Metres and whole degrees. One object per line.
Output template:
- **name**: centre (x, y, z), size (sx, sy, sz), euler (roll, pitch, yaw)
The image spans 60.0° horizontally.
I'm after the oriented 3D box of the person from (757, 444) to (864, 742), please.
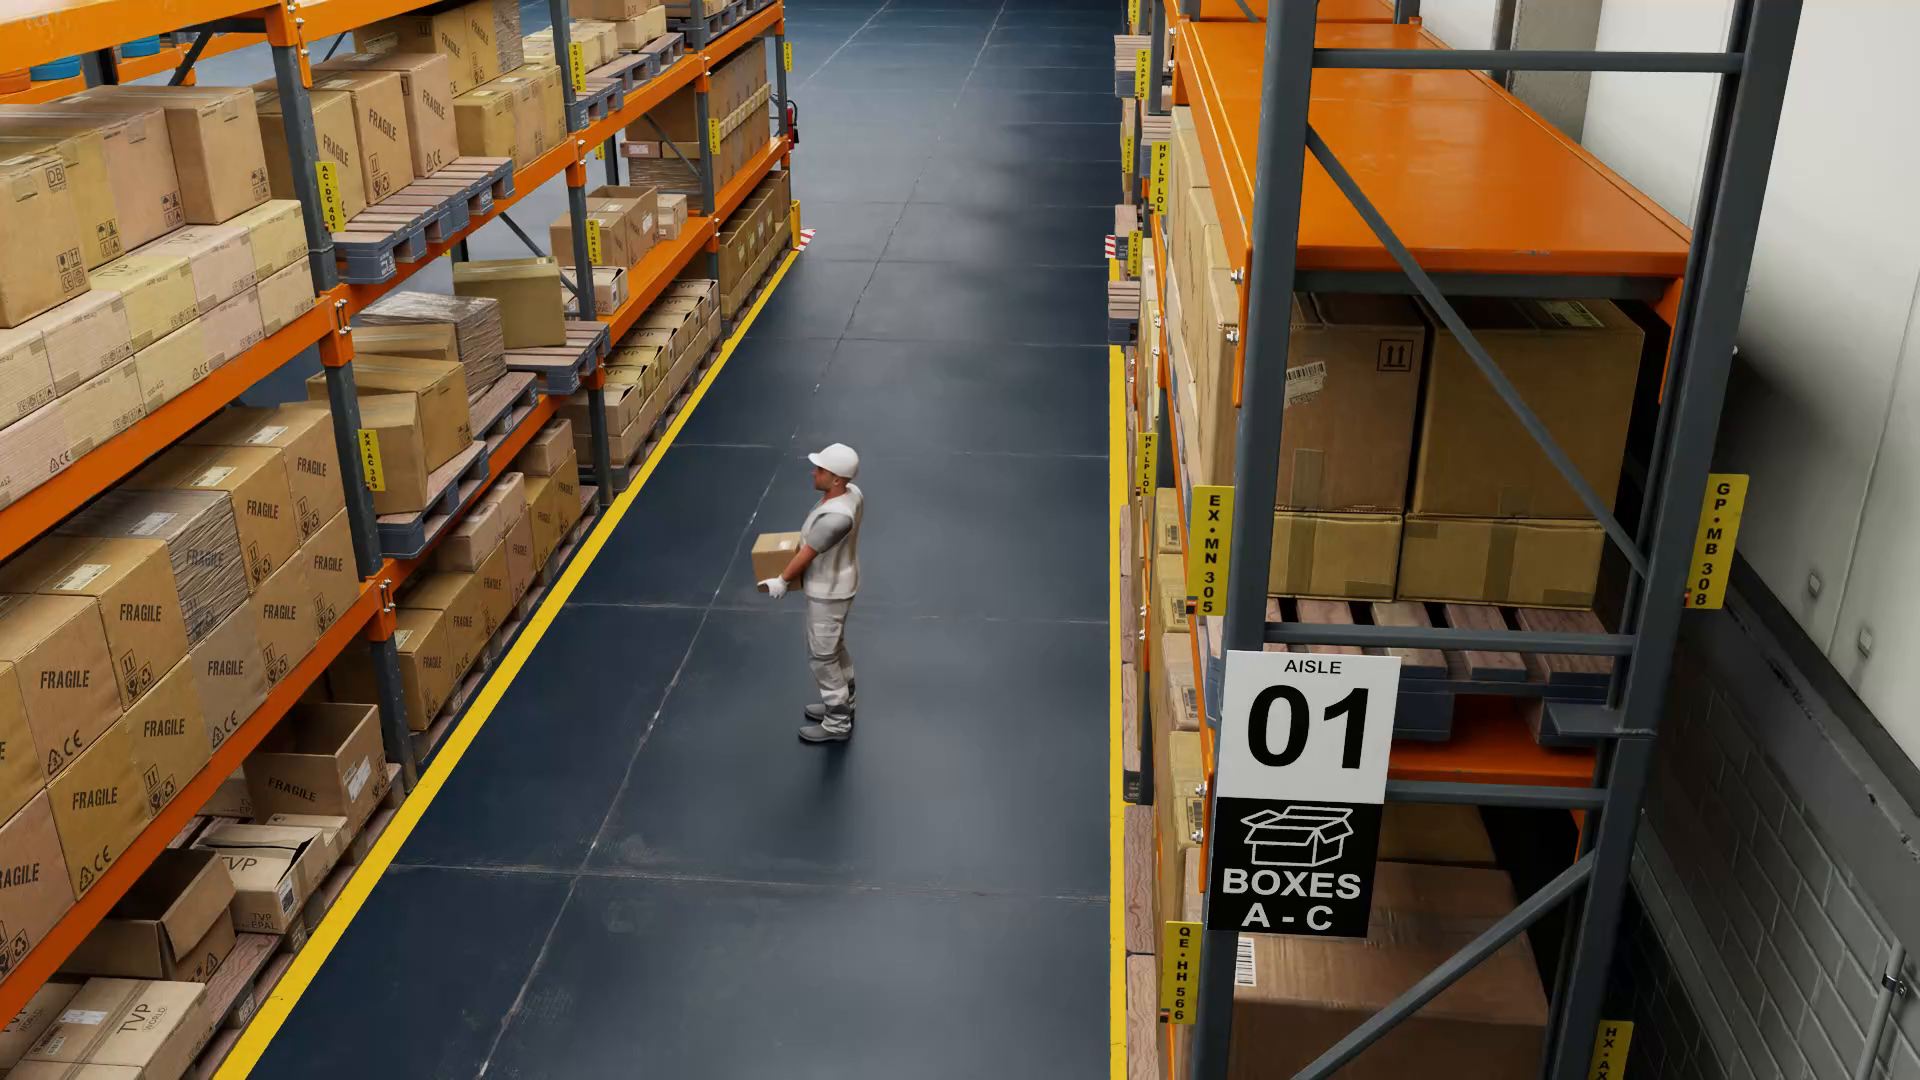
- **person**: centre (-0.830, 0.289, 9.352), size (0.572, 1.782, 0.493), euler (2, 24, 5)
